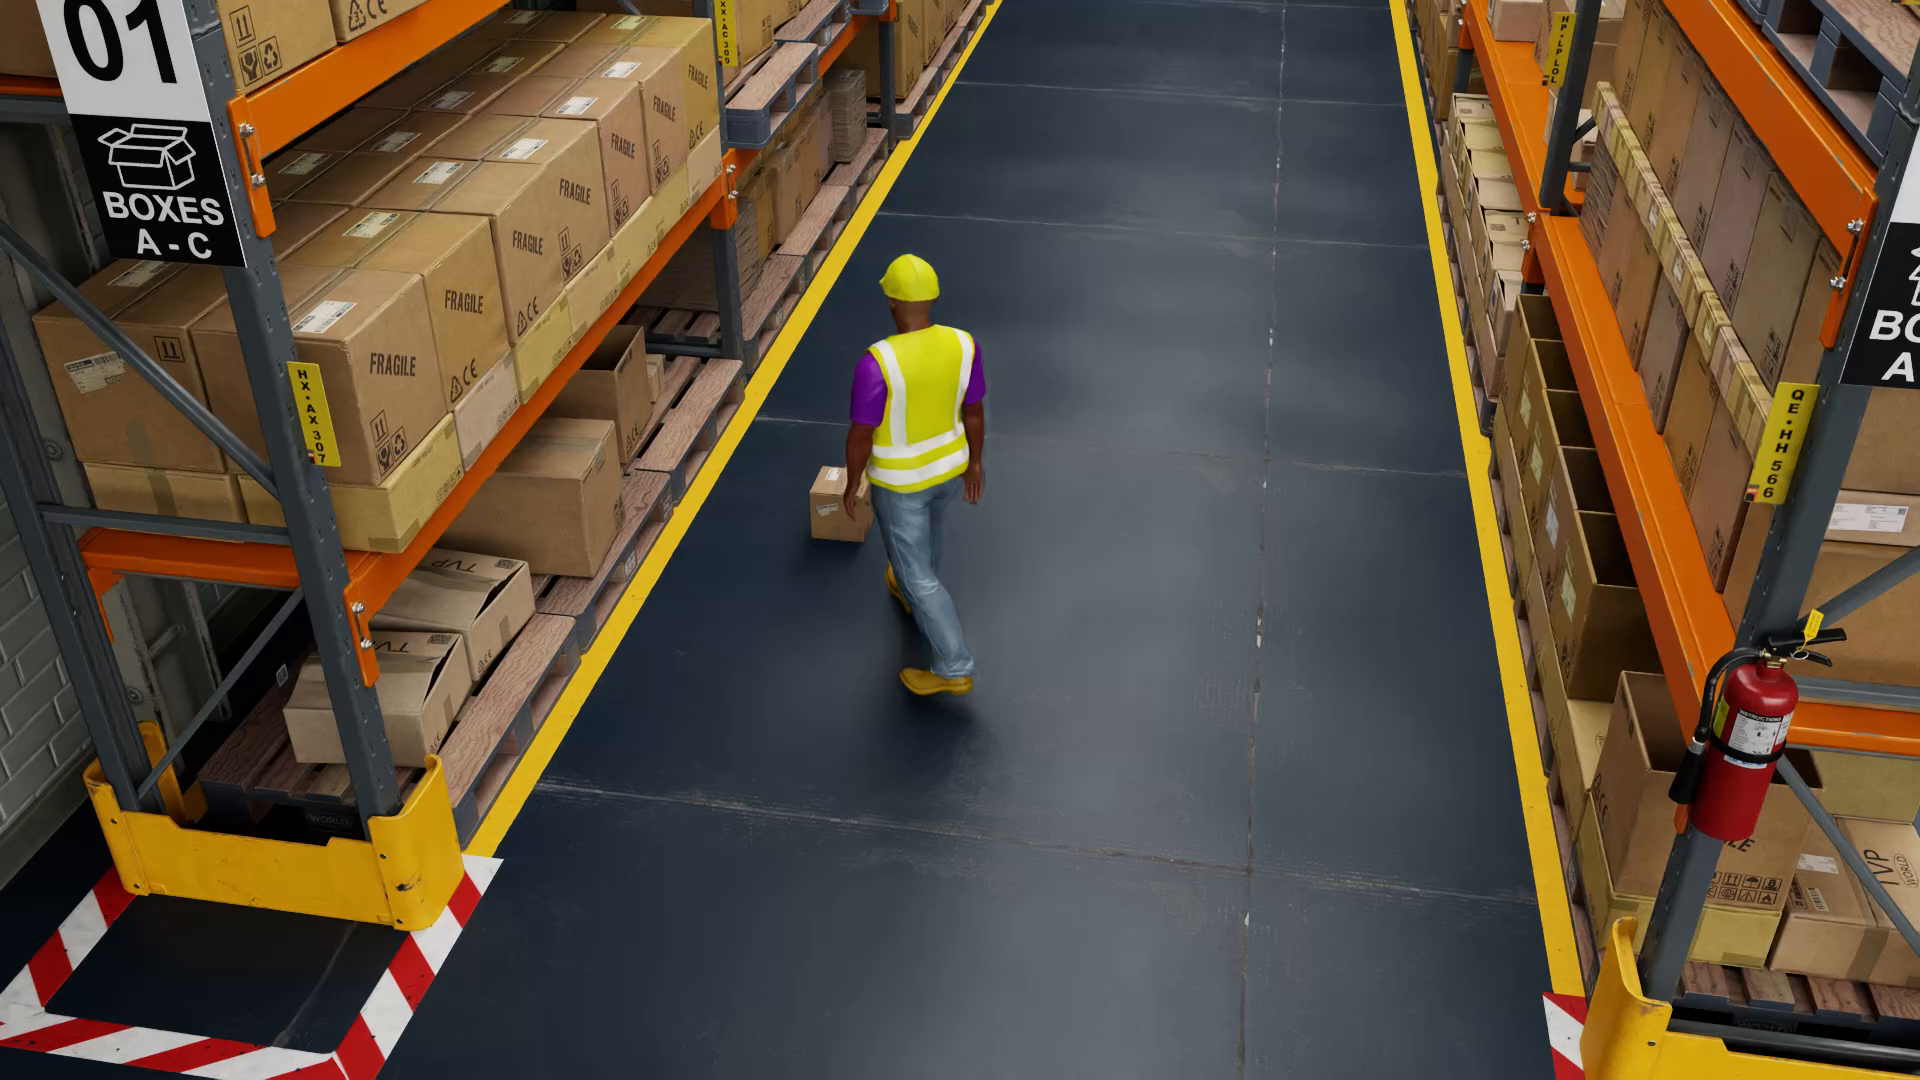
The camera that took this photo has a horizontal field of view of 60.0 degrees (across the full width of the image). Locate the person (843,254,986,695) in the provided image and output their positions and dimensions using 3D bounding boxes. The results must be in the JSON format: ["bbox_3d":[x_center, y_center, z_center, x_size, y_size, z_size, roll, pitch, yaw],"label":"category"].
[{"bbox_3d":[-0.183,-0.277,6.568,0.585,1.746,0.923,-23,39,-32],"label":"person"}]
